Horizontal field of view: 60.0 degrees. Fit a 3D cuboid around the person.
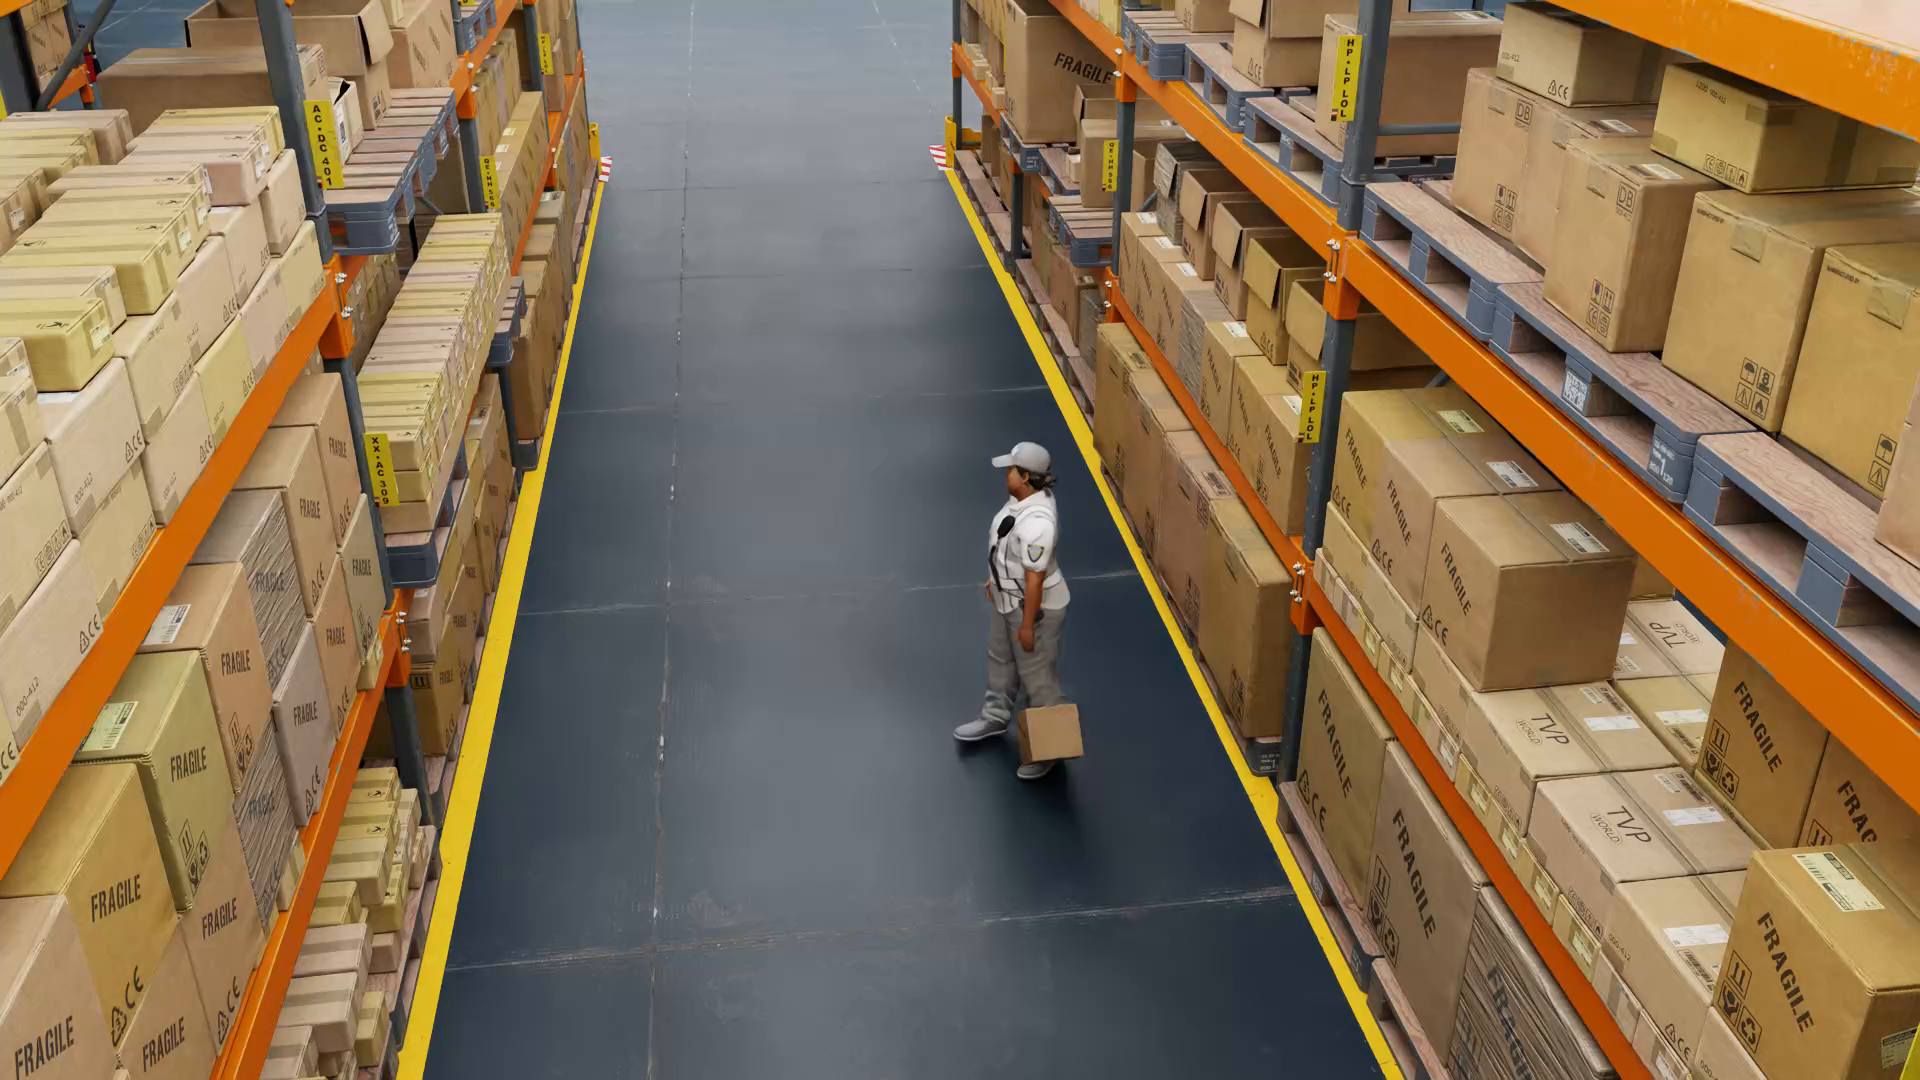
[{"bbox_3d":[0.251,0.317,7.961,0.538,1.669,0.550,-4,28,-9],"label":"person"}]
